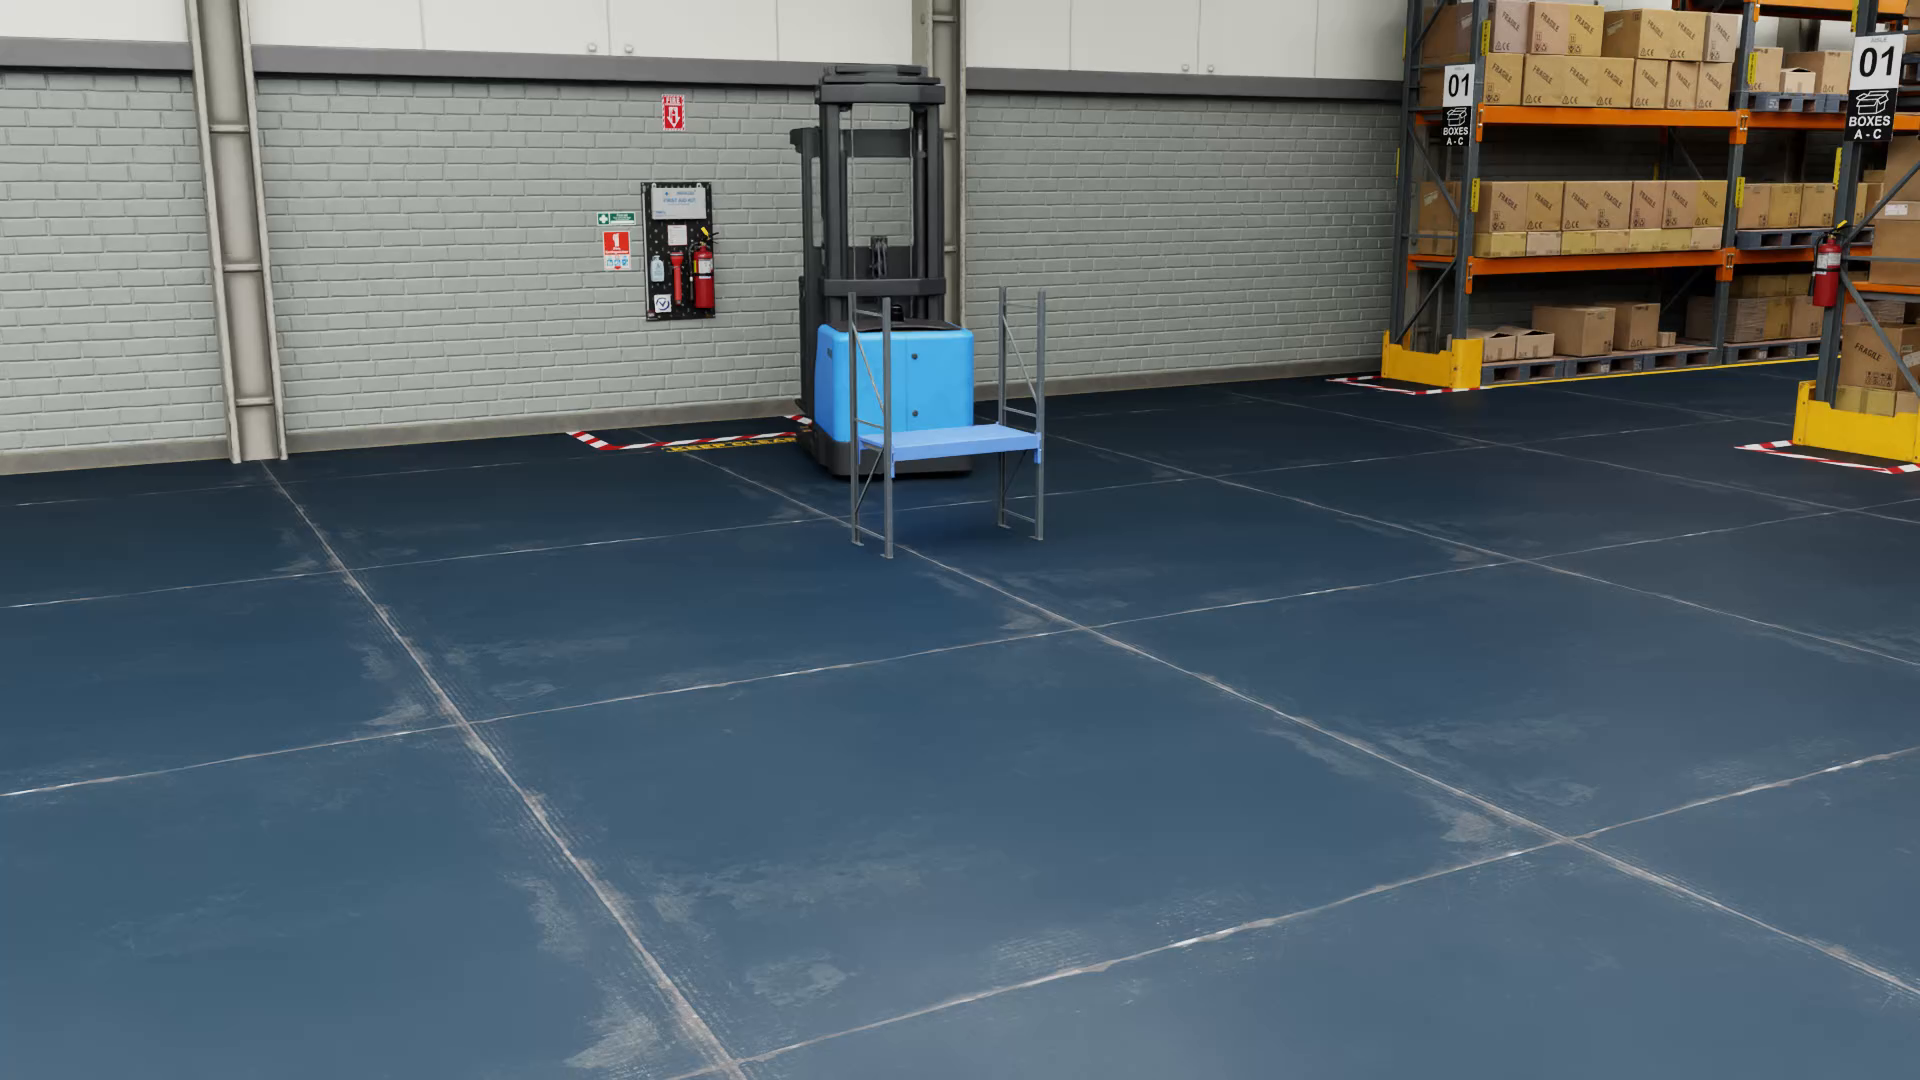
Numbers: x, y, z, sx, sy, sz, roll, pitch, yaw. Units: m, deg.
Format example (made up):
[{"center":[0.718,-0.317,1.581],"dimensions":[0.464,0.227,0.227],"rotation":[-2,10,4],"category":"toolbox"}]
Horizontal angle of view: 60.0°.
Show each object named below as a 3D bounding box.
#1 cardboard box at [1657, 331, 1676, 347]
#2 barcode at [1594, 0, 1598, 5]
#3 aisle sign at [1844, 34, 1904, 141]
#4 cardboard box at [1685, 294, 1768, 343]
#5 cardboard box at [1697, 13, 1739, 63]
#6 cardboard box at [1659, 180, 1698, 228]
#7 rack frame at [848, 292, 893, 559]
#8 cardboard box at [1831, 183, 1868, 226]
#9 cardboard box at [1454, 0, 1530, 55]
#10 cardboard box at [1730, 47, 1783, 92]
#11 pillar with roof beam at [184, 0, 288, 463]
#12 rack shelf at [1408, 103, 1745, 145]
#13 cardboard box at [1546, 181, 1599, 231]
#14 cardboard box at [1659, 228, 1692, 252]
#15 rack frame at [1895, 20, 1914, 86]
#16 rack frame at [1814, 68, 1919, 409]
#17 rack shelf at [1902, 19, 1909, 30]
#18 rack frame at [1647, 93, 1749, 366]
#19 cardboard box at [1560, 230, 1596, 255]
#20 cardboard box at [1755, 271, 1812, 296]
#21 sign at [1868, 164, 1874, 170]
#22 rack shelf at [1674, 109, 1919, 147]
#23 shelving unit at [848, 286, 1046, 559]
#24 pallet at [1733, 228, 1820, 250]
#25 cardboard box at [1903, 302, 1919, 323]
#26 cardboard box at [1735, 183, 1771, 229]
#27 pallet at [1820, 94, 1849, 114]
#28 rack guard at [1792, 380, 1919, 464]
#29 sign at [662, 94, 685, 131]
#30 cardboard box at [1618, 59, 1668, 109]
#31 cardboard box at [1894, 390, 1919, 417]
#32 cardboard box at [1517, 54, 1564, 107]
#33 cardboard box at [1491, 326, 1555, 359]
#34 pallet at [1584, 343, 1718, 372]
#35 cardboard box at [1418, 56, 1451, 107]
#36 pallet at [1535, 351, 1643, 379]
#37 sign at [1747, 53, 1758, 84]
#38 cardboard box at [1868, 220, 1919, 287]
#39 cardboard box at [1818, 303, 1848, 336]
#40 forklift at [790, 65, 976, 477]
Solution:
[{"center":[7.932,-2.313,19.005],"dimensions":[0.250,0.166,0.380],"rotation":[-9,16,-35],"category":"cardboard box"},{"center":[6.961,-5.869,18.198],"dimensions":[0.075,0.075,0.001],"rotation":[-7,14,-28],"category":"barcode"},{"center":[7.054,-3.485,12.843],"dimensions":[0.004,0.787,0.394],"rotation":[-7,14,-28],"category":"aisle sign"},{"center":[9.025,-2.618,19.602],"dimensions":[0.500,0.500,0.700],"rotation":[-6,14,-26],"category":"cardboard box"},{"center":[8.077,-5.447,18.099],"dimensions":[0.500,0.500,0.500],"rotation":[-8,15,-33],"category":"cardboard box"},{"center":[7.685,-3.682,18.226],"dimensions":[0.500,0.500,0.500],"rotation":[-7,14,-28],"category":"cardboard box"},{"center":[-0.521,-0.669,9.667],"dimensions":[0.032,1.500,0.500],"rotation":[-7,14,-28],"category":"rack frame"},{"center":[10.407,-4.040,19.998],"dimensions":[0.500,0.500,0.700],"rotation":[-7,14,-28],"category":"cardboard box"},{"center":[5.331,-5.125,16.668],"dimensions":[0.500,0.500,0.500],"rotation":[-8,15,-32],"category":"cardboard box"},{"center":[8.905,-5.302,18.818],"dimensions":[0.500,0.500,0.500],"rotation":[-5,13,-20],"category":"cardboard box"},{"center":[-3.394,-4.197,8.261],"dimensions":[0.400,9.000,9.100],"rotation":[-7,14,-28],"category":"pillar with roof beam"},{"center":[6.632,-4.444,17.832],"dimensions":[4.000,0.370,1.077],"rotation":[-7,14,-28],"category":"rack shelf"},{"center":[6.334,-3.520,17.504],"dimensions":[0.500,0.500,0.500],"rotation":[-7,15,-30],"category":"cardboard box"},{"center":[7.675,-3.320,18.325],"dimensions":[0.500,0.250,0.500],"rotation":[-7,14,-28],"category":"cardboard box"},{"center":[11.898,-6.890,20.229],"dimensions":[0.127,3.000,1.000],"rotation":[-7,14,-28],"category":"rack frame"},{"center":[7.253,-2.167,12.908],"dimensions":[0.127,3.000,1.000],"rotation":[-7,14,-28],"category":"rack frame"},{"center":[13.653,-6.554,21.287],"dimensions":[4.000,0.370,1.077],"rotation":[-7,14,-28],"category":"rack shelf"},{"center":[8.387,-3.542,19.018],"dimensions":[0.127,3.000,1.000],"rotation":[-7,14,-28],"category":"rack frame"},{"center":[6.355,-3.158,17.606],"dimensions":[0.500,0.250,0.500],"rotation":[-7,15,-29],"category":"cardboard box"},{"center":[9.865,-3.086,19.975],"dimensions":[0.500,0.250,0.500],"rotation":[-7,15,-29],"category":"cardboard box"},{"center":[11.629,-4.635,21.234],"dimensions":[0.005,0.325,0.100],"rotation":[-7,14,-28],"category":"sign"},{"center":[10.142,-4.865,19.702],"dimensions":[4.000,0.370,1.077],"rotation":[-7,14,-28],"category":"rack shelf"},{"center":[-0.075,-0.723,9.905],"dimensions":[1.048,1.500,0.538],"rotation":[-7,14,-28],"category":"shelving unit"},{"center":[9.128,-3.501,19.271],"dimensions":[1.213,0.211,1.003],"rotation":[-7,14,-28],"category":"pallet"},{"center":[12.606,-3.171,21.309],"dimensions":[0.750,0.750,0.750],"rotation":[-7,14,-29],"category":"cardboard box"},{"center":[8.850,-3.853,19.167],"dimensions":[0.500,0.500,0.700],"rotation":[-7,14,-28],"category":"cardboard box"},{"center":[9.889,-5.068,19.394],"dimensions":[1.003,0.211,1.213],"rotation":[-7,14,-28],"category":"pallet"},{"center":[7.232,-0.945,13.171],"dimensions":[0.348,0.500,1.175],"rotation":[-7,14,-28],"category":"rack guard"},{"center":[-2.433,-3.627,14.115],"dimensions":[0.199,0.298,0.001],"rotation":[-7,14,-28],"category":"sign"},{"center":[7.144,-4.847,17.710],"dimensions":[0.500,0.500,0.500],"rotation":[-7,15,-30],"category":"cardboard box"},{"center":[7.830,-1.044,13.224],"dimensions":[0.500,0.250,0.500],"rotation":[-7,14,-28],"category":"cardboard box"},{"center":[5.778,-4.680,16.968],"dimensions":[0.500,0.500,0.500],"rotation":[-6,14,-24],"category":"cardboard box"},{"center":[6.027,-2.140,17.908],"dimensions":[0.500,0.311,0.500],"rotation":[-6,14,-23],"category":"cardboard box"},{"center":[7.814,-2.104,18.980],"dimensions":[1.213,0.211,1.003],"rotation":[-7,14,-28],"category":"pallet"},{"center":[5.121,-4.736,17.217],"dimensions":[0.500,0.500,0.500],"rotation":[-6,14,-24],"category":"cardboard box"},{"center":[6.742,-1.975,18.405],"dimensions":[1.213,0.211,1.003],"rotation":[-7,14,-28],"category":"pallet"},{"center":[8.654,-5.154,18.170],"dimensions":[0.005,0.325,0.100],"rotation":[-7,14,-28],"category":"sign"},{"center":[7.669,-2.263,13.104],"dimensions":[0.500,0.500,0.700],"rotation":[-7,14,-28],"category":"cardboard box"},{"center":[10.361,-2.783,20.335],"dimensions":[0.500,0.500,0.700],"rotation":[-7,14,-28],"category":"cardboard box"},{"center":[-0.717,-2.163,13.044],"dimensions":[1.130,2.935,3.031],"rotation":[-3,13,-13],"category":"forklift"}]
